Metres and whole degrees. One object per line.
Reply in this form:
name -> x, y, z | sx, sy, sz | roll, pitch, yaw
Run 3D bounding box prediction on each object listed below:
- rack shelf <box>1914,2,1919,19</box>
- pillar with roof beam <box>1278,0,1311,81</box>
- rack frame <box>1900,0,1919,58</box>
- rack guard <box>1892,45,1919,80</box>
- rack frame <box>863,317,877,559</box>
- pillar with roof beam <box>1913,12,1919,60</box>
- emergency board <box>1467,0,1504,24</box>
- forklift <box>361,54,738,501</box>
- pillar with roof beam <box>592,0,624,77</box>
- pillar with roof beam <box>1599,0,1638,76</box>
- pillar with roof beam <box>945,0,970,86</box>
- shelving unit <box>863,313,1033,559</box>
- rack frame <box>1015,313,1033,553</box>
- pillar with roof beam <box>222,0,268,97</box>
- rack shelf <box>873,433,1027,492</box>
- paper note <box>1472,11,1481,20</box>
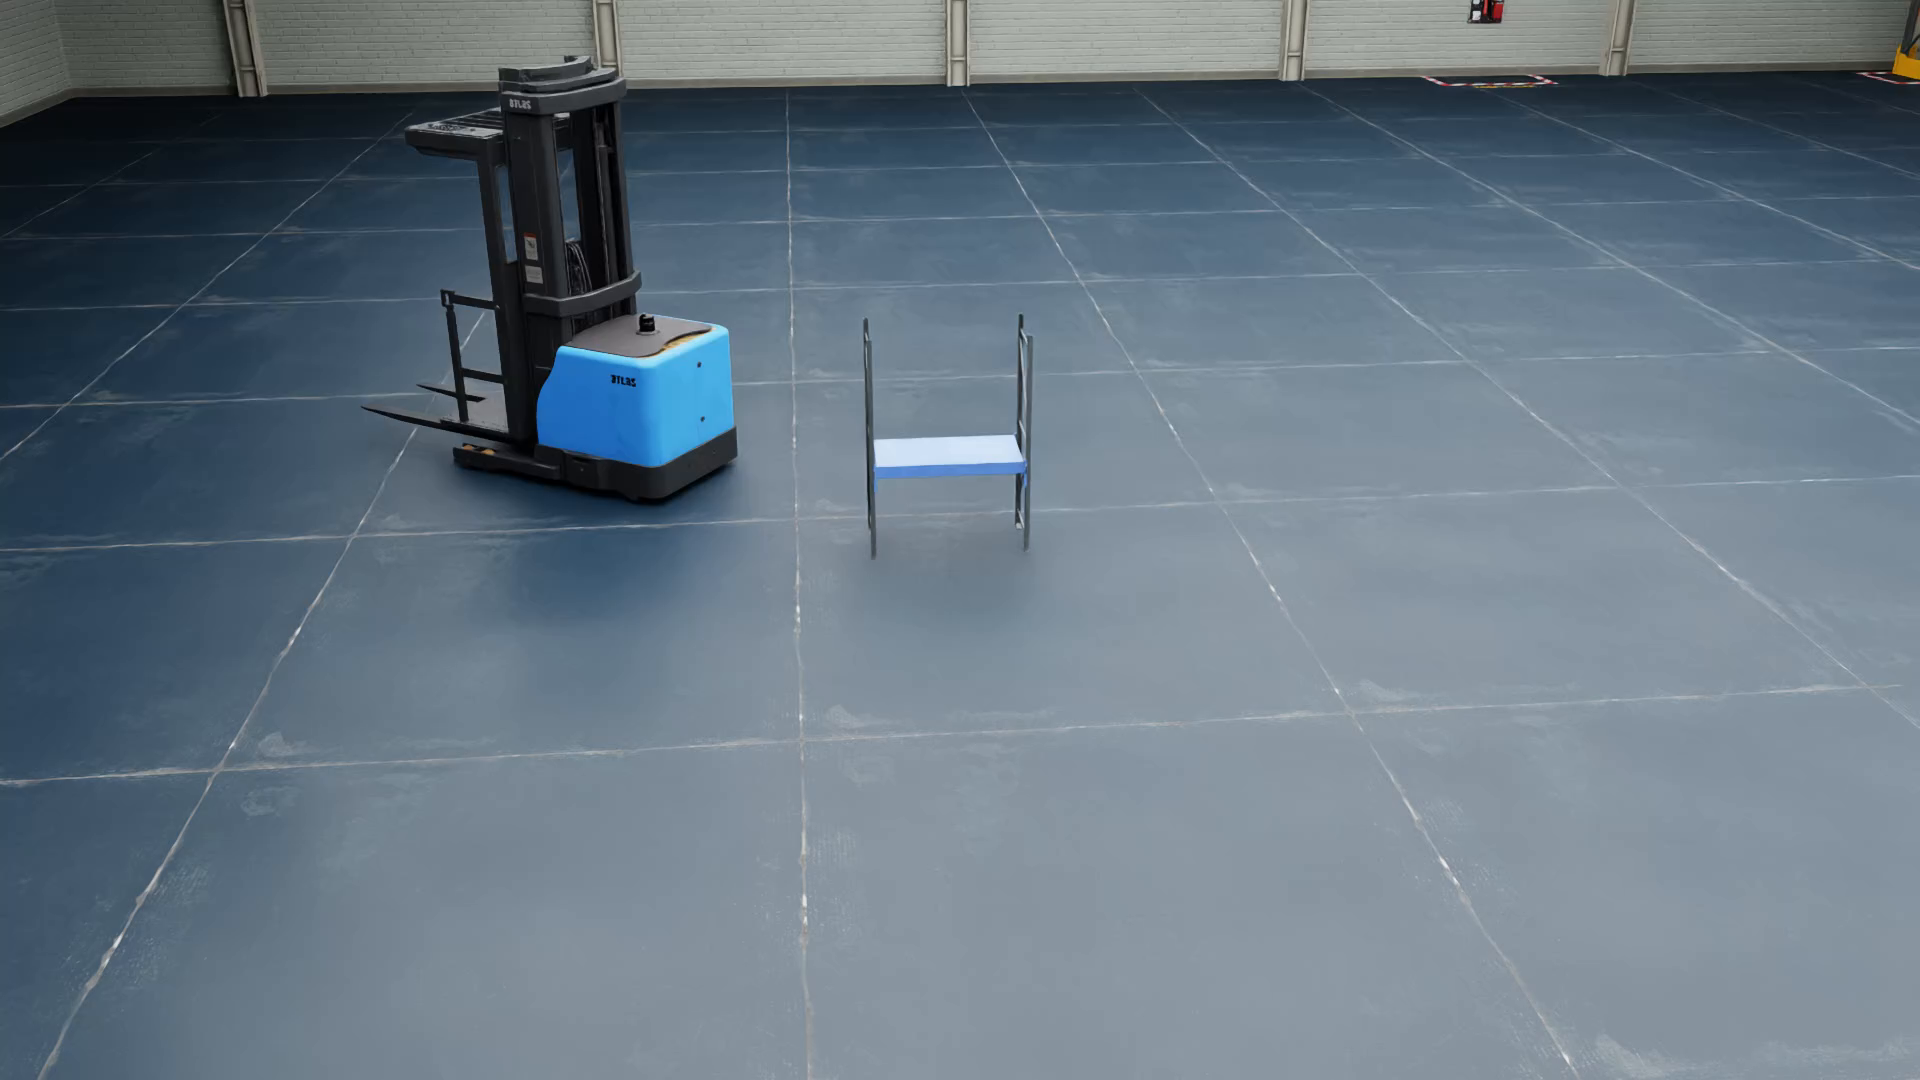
rack shelf -> 19.253, -9.480, 29.771 | 4.000, 0.370, 1.077 | -2, 24, -5
pillar with roof beam -> 6.356, -10.629, 24.083 | 0.400, 9.000, 9.100 | -2, 24, -5
rack frame -> 17.263, -9.729, 29.445 | 0.127, 3.000, 1.000 | -2, 24, -5
rack guard -> 17.339, -8.590, 29.959 | 0.348, 0.500, 1.175 | -2, 24, -5
rack frame -> -0.591, -0.662, 10.892 | 0.032, 1.500, 0.500 | -2, 24, -5
pillar with roof beam -> 18.298, -11.108, 25.161 | 0.400, 9.000, 9.100 | -2, 24, -5
emergency board -> 9.441, -9.784, 29.568 | 0.643, 1.169, 0.194 | -2, 24, -5
forklift -> -3.218, -2.022, 12.191 | 3.031, 2.935, 1.130 | 12, 27, 25
pillar with roof beam -> -5.586, -10.150, 23.006 | 0.400, 9.000, 9.100 | -2, 24, -5
pillar with roof beam -> 12.327, -10.868, 24.622 | 0.400, 9.000, 9.100 | -2, 24, -5
pillar with roof beam -> 0.385, -10.389, 23.544 | 0.400, 9.000, 9.100 | -2, 24, -5
shelving unit -> -0.085, -0.682, 10.938 | 1.048, 1.500, 0.538 | -2, 24, -5
rack frame -> 0.421, -0.702, 10.983 | 0.032, 1.500, 0.500 | -2, 24, -5
pillar with roof beam -> -11.557, -9.910, 22.467 | 0.400, 9.000, 9.100 | -2, 24, -5
rack shelf -> -0.085, -0.518, 11.011 | 1.000, 0.185, 0.538 | -2, 24, -5
paper note -> 9.258, -9.402, 29.794 | 0.142, 0.148, 0.016 | -2, 24, -5
